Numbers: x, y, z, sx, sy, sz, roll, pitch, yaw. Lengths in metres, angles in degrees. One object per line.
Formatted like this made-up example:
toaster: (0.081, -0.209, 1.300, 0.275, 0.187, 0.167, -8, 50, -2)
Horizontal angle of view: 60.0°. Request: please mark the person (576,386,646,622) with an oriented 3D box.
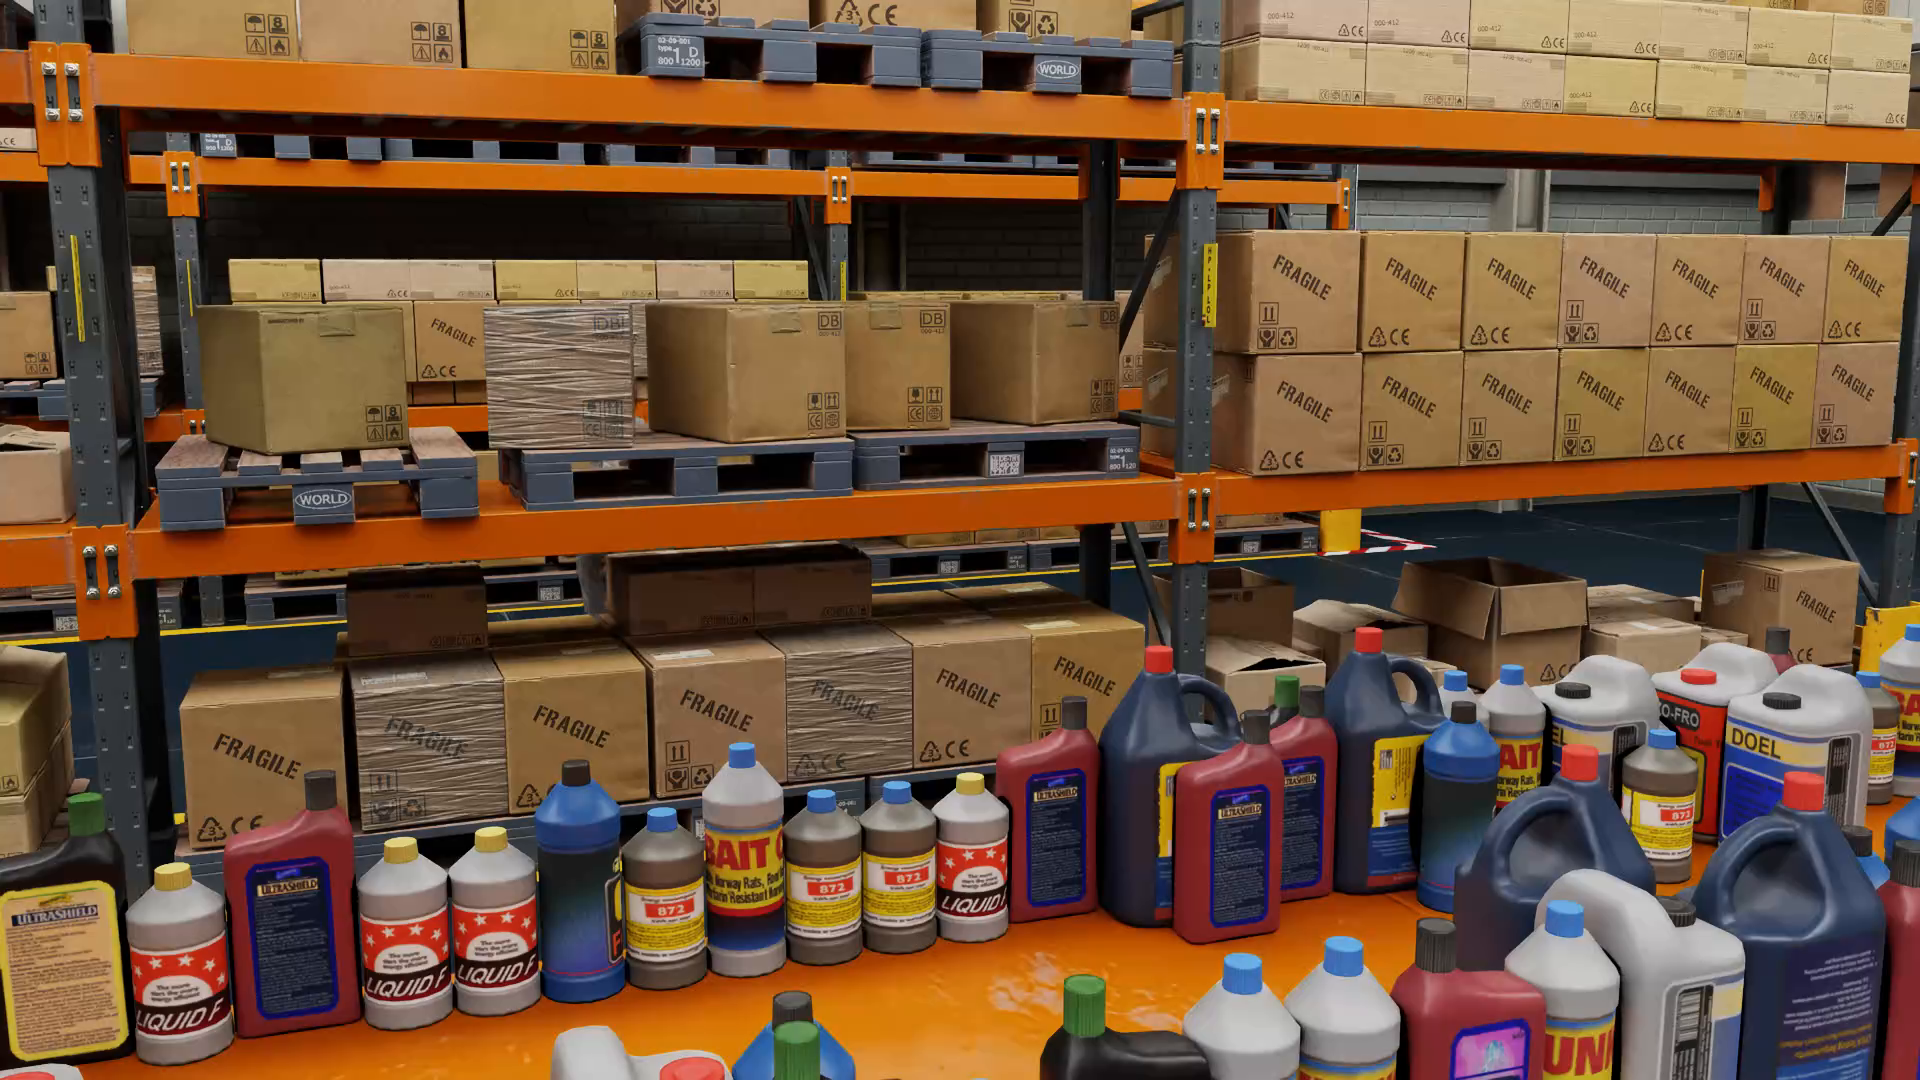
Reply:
person: (-1.864, -0.147, 9.271, 0.837, 1.552, 0.427, 4, 10, 26)
